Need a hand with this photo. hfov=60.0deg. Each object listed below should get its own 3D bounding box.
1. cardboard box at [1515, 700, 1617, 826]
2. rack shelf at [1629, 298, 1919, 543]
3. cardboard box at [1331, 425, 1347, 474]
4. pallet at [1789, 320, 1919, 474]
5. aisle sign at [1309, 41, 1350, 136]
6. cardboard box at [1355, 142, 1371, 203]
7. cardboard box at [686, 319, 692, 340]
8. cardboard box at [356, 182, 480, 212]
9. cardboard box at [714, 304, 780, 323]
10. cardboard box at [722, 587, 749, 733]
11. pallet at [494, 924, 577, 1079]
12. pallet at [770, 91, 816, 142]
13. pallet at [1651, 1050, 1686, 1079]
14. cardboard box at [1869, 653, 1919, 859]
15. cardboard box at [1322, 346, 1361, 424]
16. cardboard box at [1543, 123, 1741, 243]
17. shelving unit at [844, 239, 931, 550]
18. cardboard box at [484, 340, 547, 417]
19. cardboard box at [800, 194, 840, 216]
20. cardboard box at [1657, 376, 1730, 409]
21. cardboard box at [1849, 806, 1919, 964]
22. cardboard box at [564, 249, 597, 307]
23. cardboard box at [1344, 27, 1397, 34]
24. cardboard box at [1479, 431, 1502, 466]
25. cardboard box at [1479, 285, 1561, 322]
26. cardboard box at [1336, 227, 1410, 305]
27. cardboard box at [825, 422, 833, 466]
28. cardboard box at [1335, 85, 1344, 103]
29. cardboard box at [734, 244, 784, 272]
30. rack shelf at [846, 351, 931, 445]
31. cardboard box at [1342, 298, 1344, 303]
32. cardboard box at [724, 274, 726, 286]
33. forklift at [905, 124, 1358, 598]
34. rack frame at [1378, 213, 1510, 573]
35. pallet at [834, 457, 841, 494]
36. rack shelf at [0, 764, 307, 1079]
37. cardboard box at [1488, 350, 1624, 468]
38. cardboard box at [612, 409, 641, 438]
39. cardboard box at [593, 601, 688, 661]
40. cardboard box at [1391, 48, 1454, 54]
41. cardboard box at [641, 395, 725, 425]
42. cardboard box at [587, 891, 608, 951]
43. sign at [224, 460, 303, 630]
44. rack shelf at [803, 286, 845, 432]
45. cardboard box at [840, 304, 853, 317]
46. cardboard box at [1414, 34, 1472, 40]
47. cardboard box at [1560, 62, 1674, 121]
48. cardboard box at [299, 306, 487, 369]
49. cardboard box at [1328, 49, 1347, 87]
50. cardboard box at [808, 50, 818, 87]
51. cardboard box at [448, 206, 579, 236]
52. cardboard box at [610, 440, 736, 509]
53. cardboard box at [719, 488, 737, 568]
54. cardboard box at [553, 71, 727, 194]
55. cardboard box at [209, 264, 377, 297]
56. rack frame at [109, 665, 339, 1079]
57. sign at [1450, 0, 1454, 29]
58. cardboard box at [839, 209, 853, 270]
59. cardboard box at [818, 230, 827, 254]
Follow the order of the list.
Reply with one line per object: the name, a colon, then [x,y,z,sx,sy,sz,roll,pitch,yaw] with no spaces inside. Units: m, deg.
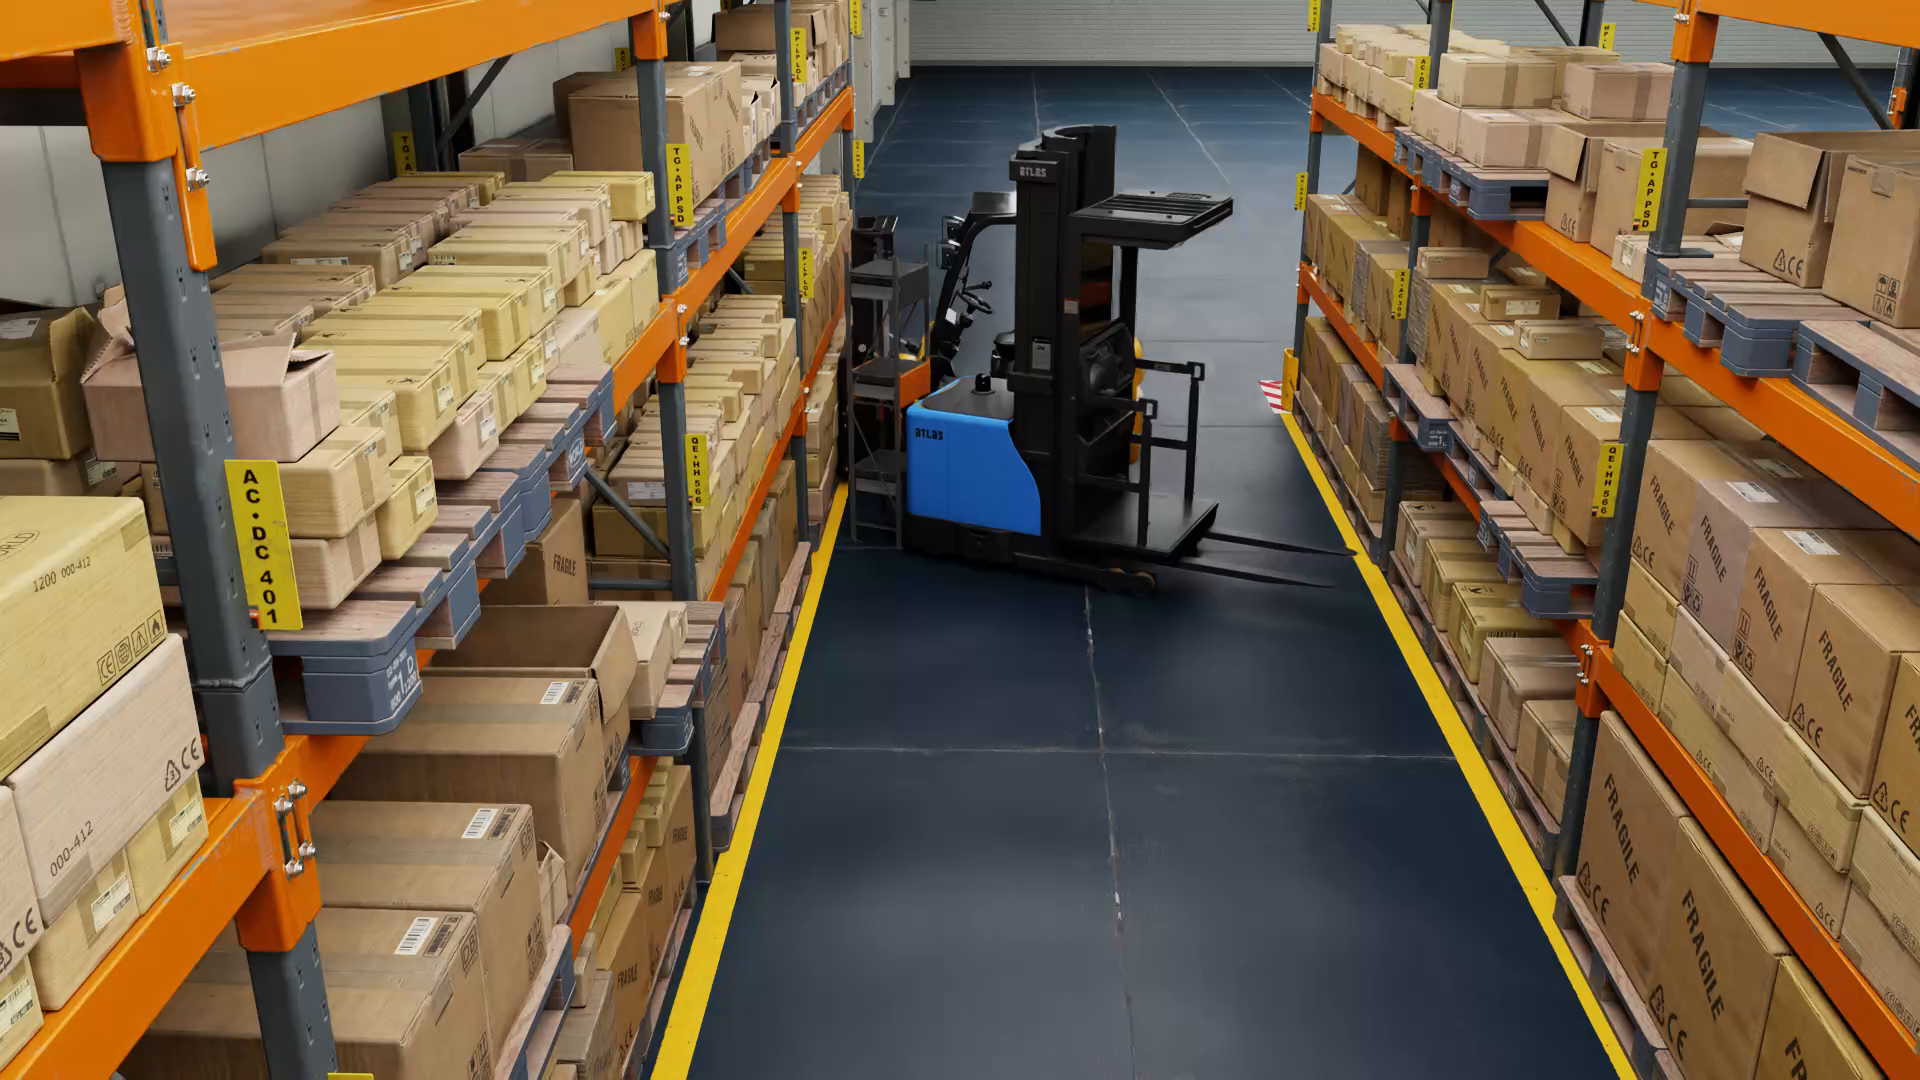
cardboard box: [3.313,1.080,8.151,0.950,0.372,0.625,-1,21,-2]
rack shelf: [3.225,-0.085,4.949,1.077,0.370,4.000,1,21,2]
cardboard box: [3.183,-0.698,12.903,0.500,0.250,0.500,1,21,2]
pallet: [3.288,-0.418,5.073,1.003,0.211,1.213,2,21,4]
aisle sign: [3.221,-3.875,14.277,0.394,0.787,0.004,1,21,2]
cardboard box: [3.732,-3.102,13.945,0.700,0.500,0.500,0,21,0]
cardboard box: [-1.848,-1.282,10.152,0.380,0.149,0.250,1,21,1]
cardboard box: [-2.000,-1.230,6.150,0.380,0.149,0.250,1,21,2]
cardboard box: [-1.332,-1.374,10.389,0.380,0.149,0.250,0,21,1]
cardboard box: [-1.631,0.651,8.906,0.875,0.625,0.625,1,21,3]
pallet: [-1.664,1.450,4.412,1.003,0.211,1.213,1,21,2]
pallet: [-1.554,-2.911,11.359,1.003,0.211,1.213,1,21,2]
pallet: [3.147,2.279,5.863,1.003,0.211,1.213,1,21,2]
cardboard box: [2.970,0.654,4.677,0.500,0.500,0.500,1,21,3]
cardboard box: [3.193,-1.234,13.245,0.500,0.500,0.500,1,21,3]
cardboard box: [3.304,-1.744,8.086,0.797,0.503,0.637,1,21,2]
shelving unit: [-0.500,-1.022,11.761,0.431,2.100,0.503,9,23,23]
cardboard box: [-1.345,-0.441,4.499,0.380,0.149,0.250,1,21,3]
cardboard box: [-1.169,-2.678,13.337,0.380,0.149,0.250,1,21,3]
cardboard box: [3.540,-0.475,7.976,0.500,0.500,0.500,2,21,4]
cardboard box: [2.952,1.008,4.801,0.500,0.250,0.500,1,21,3]
cardboard box: [-1.471,-0.903,5.720,0.380,0.149,0.250,1,21,2]
cardboard box: [3.322,-4.073,13.478,0.380,0.149,0.250,1,21,1]
cardboard box: [3.028,-0.506,8.953,0.380,0.149,0.250,0,21,0]
cardboard box: [3.109,-1.315,9.244,0.380,0.149,0.250,2,21,5]
cardboard box: [3.203,-2.099,12.743,0.500,0.500,0.500,0,21,1]
cardboard box: [-1.218,-0.745,12.333,0.500,0.250,0.500,1,21,1]
cardboard box: [3.234,-3.611,13.390,0.380,0.149,0.250,1,21,3]
cardboard box: [-1.348,-1.940,11.436,0.380,0.149,0.250,1,21,2]
rack shelf: [-0.500,-1.010,11.766,0.431,0.518,0.480,9,23,23]
cardboard box: [3.253,-1.932,13.209,0.380,0.149,0.250,1,21,3]
cardboard box: [-1.828,-1.804,11.496,0.380,0.149,0.250,0,21,0]
forklift: [1.169,-1.202,11.076,3.031,2.935,1.130,10,23,24]
rack frame: [3.407,-1.191,10.953,1.000,3.000,0.127,1,21,2]
pallet: [-1.454,-0.674,13.474,1.003,0.211,1.213,1,21,2]
rack shelf: [-1.858,1.308,1.359,1.077,0.370,4.000,1,21,2]
cardboard box: [3.041,-0.663,8.462,0.500,0.500,0.500,-1,21,-2]
cardboard box: [-1.908,-0.493,8.669,0.500,0.250,0.500,0,21,1]
cardboard box: [-1.312,0.365,6.709,0.380,0.149,0.250,1,21,3]
cardboard box: [3.215,-3.338,11.584,0.380,0.149,0.250,0,21,1]
cardboard box: [-1.410,-0.635,8.484,0.380,0.149,0.250,1,21,2]
cardboard box: [-1.528,1.429,6.178,0.380,0.149,0.250,0,21,1]
sign: [-1.255,0.012,2.991,0.100,0.325,0.005,1,21,2]
rack shelf: [-1.493,-1.632,13.084,1.077,0.370,4.000,1,21,2]
cardboard box: [-1.135,-1.901,14.620,0.500,0.250,0.500,1,21,3]
cardboard box: [3.704,-3.800,12.775,0.380,0.149,0.250,1,21,2]
cardboard box: [3.508,-2.369,8.776,0.500,0.250,0.500,1,21,3]
cardboard box: [-1.432,-0.493,4.222,0.380,0.149,0.250,1,21,2]
cardboard box: [3.222,-3.744,13.181,0.500,0.250,0.500,0,21,1]
cardboard box: [-1.205,-3.356,11.852,0.396,0.266,0.258,0,21,0]
cardboard box: [-1.512,-1.042,5.665,0.380,0.149,0.250,0,21,1]
cardboard box: [-1.402,-0.300,8.173,0.500,0.250,0.500,1,21,3]
cardboard box: [-1.398,-0.068,8.265,0.500,0.250,0.500,0,21,0]
cardboard box: [-1.495,-1.929,7.849,0.700,0.500,0.500,0,21,1]
cardboard box: [-1.884,-0.682,4.710,0.380,0.149,0.250,1,21,3]
rack frame: [-1.797,1.648,3.635,1.000,3.000,0.127,1,21,2]
sign: [4.083,-4.436,13.943,0.100,0.325,0.005,1,21,2]
cardboard box: [-1.185,-2.557,14.333,0.500,0.500,0.500,0,21,0]
cardboard box: [-1.215,-2.265,12.685,0.380,0.149,0.250,0,21,1]
